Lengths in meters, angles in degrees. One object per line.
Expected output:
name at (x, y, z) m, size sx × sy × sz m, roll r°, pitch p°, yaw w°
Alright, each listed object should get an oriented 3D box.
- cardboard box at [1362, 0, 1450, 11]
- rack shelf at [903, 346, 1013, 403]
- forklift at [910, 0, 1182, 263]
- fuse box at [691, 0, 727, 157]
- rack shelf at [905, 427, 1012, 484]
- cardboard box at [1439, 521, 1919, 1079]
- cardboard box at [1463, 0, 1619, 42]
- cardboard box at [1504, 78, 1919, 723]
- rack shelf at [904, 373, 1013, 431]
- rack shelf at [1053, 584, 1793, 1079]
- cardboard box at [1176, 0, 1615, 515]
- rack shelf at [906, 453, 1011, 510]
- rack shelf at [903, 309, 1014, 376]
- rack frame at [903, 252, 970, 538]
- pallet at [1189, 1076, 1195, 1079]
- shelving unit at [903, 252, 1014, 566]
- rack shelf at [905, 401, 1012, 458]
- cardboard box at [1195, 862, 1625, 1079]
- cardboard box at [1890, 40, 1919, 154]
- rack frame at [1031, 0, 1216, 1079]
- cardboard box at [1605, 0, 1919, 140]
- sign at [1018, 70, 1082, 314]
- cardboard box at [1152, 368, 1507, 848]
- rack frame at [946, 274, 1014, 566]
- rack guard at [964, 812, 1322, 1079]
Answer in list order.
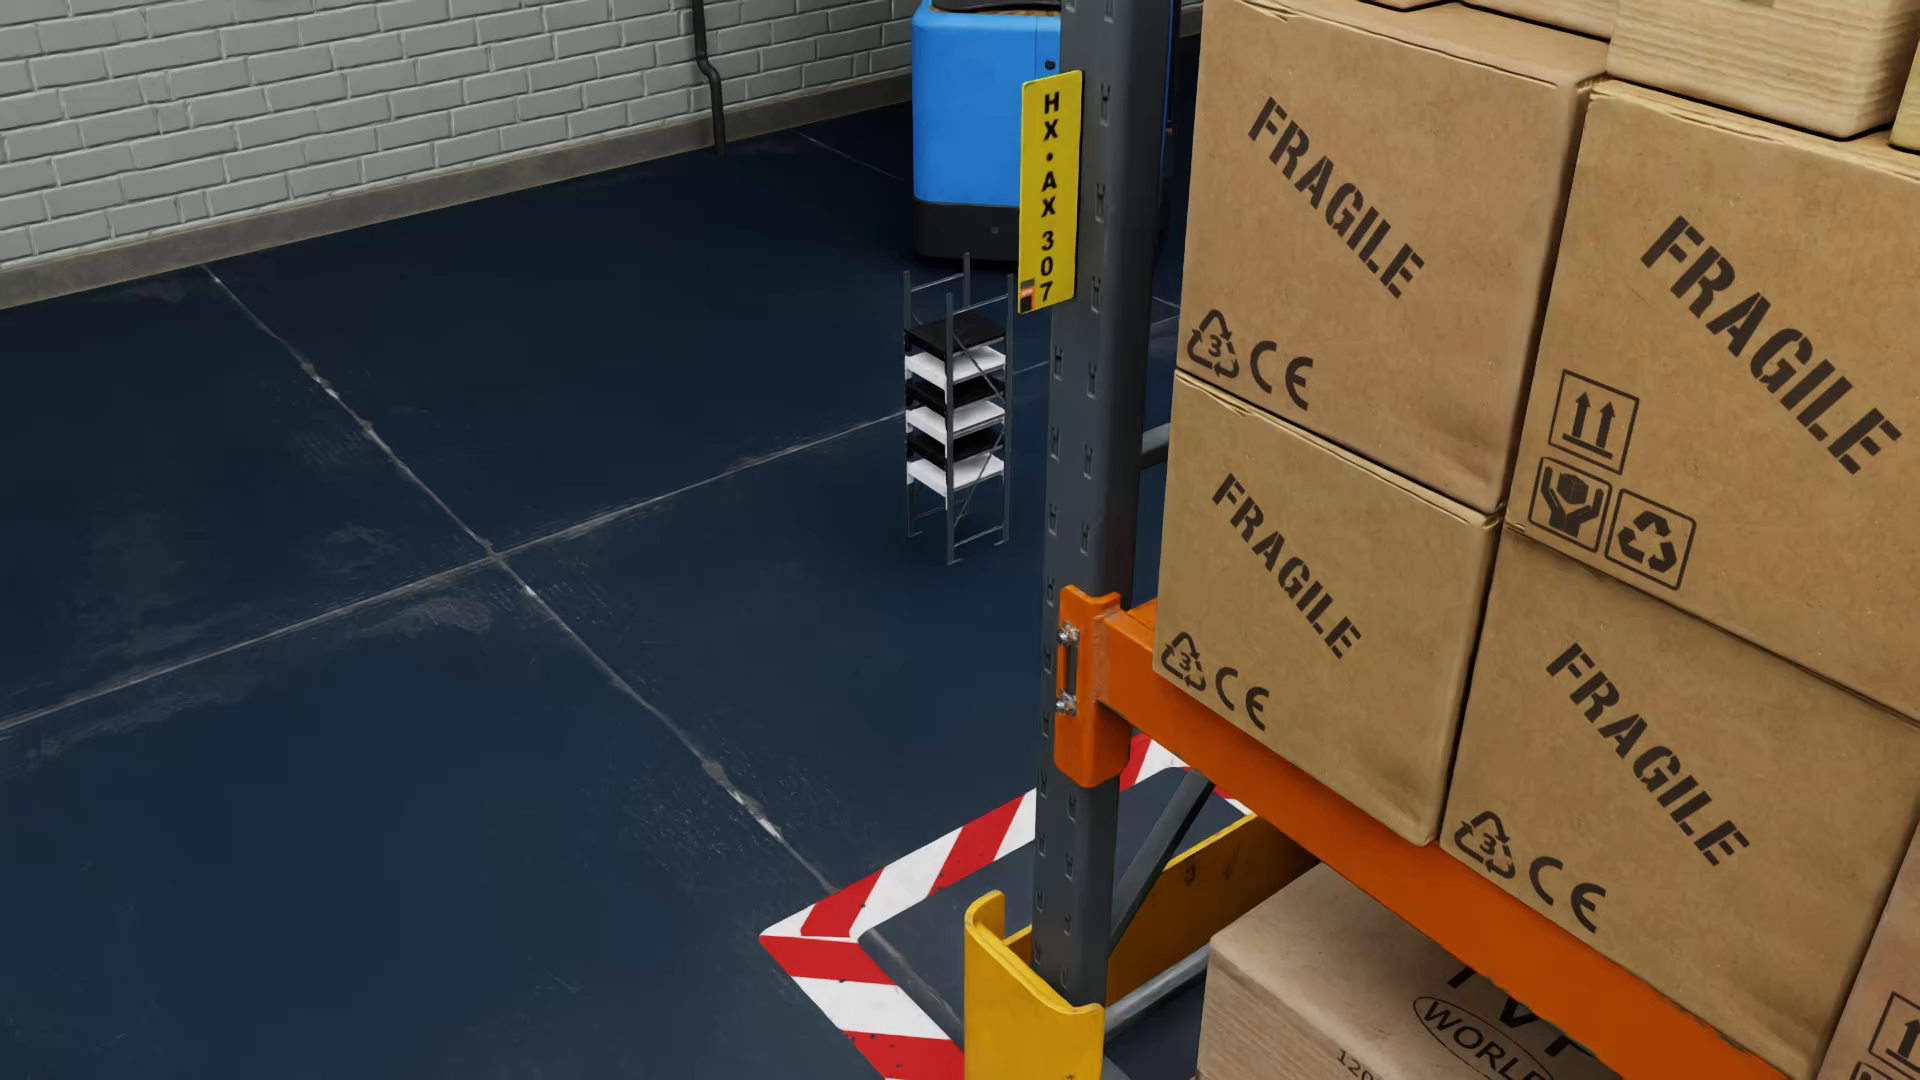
cardboard box at (0.563, -0.751, 1.959) m, size 0.380 × 0.149 × 0.250 m, roll -21°, pitch 38°, yaw -30°
rack shelf at (-0.005, -0.510, 4.941) m, size 0.258 × 0.077 × 0.200 m, roll -22°, pitch 38°, yaw -31°
forklift at (0.508, -3.142, 7.530) m, size 1.130 × 2.935 × 3.031 m, roll 4°, pitch 32°, yaw 7°
fuse box at (-1.164, -2.660, 7.910) m, size 0.539 × 1.711 × 0.414 m, roll -22°, pitch 38°, yaw -31°
rack shelf at (-0.005, -0.281, 5.083) m, size 0.258 × 0.077 × 0.200 m, roll -22°, pitch 38°, yaw -31°
cardboard box at (0.963, 0.207, 1.980) m, size 0.500 × 0.500 × 0.500 m, roll -23°, pitch 38°, yaw -32°
cardboard box at (0.780, -0.665, 1.820) m, size 0.380 × 0.149 × 0.250 m, roll -21°, pitch 38°, yaw -30°
cardboard box at (0.955, -0.208, 1.699) m, size 0.500 × 0.500 × 0.500 m, roll -23°, pitch 39°, yaw -33°
rack shelf at (-0.005, -0.434, 4.988) m, size 0.258 × 0.077 × 0.200 m, roll -22°, pitch 38°, yaw -31°
rack shelf at (1.790, 0.893, 1.650) m, size 1.077 × 0.370 × 4.000 m, roll -22°, pitch 38°, yaw -31°
cardboard box at (0.633, -0.421, 2.042) m, size 0.500 × 0.500 × 0.500 m, roll -23°, pitch 39°, yaw -32°
rack shelf at (-0.005, -0.204, 5.131) m, size 0.258 × 0.077 × 0.200 m, roll -22°, pitch 38°, yaw -31°
rack shelf at (-0.005, -0.587, 4.893) m, size 0.258 × 0.077 × 0.200 m, roll -22°, pitch 38°, yaw -31°
rack frame at (-0.067, -0.428, 5.086) m, size 0.240 × 0.900 × 0.006 m, roll -22°, pitch 38°, yaw -31°
pallet at (1.116, 1.247, 3.043) m, size 1.003 × 0.211 × 1.213 m, roll -22°, pitch 38°, yaw -31°
shelving unit at (-0.005, -0.386, 5.018) m, size 0.258 × 0.900 × 0.210 m, roll -22°, pitch 38°, yaw -31°
rack shelf at (-0.005, -0.357, 5.036) m, size 0.258 × 0.077 × 0.200 m, roll -22°, pitch 38°, yaw -31°
cardboard box at (1.047, 0.907, 2.977) m, size 0.875 × 0.438 × 0.875 m, roll -24°, pitch 39°, yaw -33°
cardboard box at (1.024, -0.415, 1.419) m, size 0.380 × 0.149 × 0.250 m, roll -24°, pitch 39°, yaw -33°
rack frame at (0.564, -0.246, 2.803) m, size 1.000 × 3.000 × 0.127 m, roll -22°, pitch 38°, yaw -31°
cardboard box at (0.848, -0.519, 1.586) m, size 0.380 × 0.149 × 0.250 m, roll -21°, pitch 38°, yaw -30°
sign at (0.122, -0.470, 2.268) m, size 0.100 × 0.325 × 0.005 m, roll -22°, pitch 38°, yaw -31°
cardboard box at (0.631, 0.005, 2.305) m, size 0.500 × 0.500 × 0.500 m, roll -23°, pitch 38°, yaw -32°
rack frame at (0.057, -0.343, 4.950) m, size 0.240 × 0.900 × 0.006 m, roll -22°, pitch 38°, yaw -31°
rack guard at (0.549, 0.806, 3.478) m, size 1.175 × 0.500 × 0.348 m, roll -22°, pitch 38°, yaw -31°
